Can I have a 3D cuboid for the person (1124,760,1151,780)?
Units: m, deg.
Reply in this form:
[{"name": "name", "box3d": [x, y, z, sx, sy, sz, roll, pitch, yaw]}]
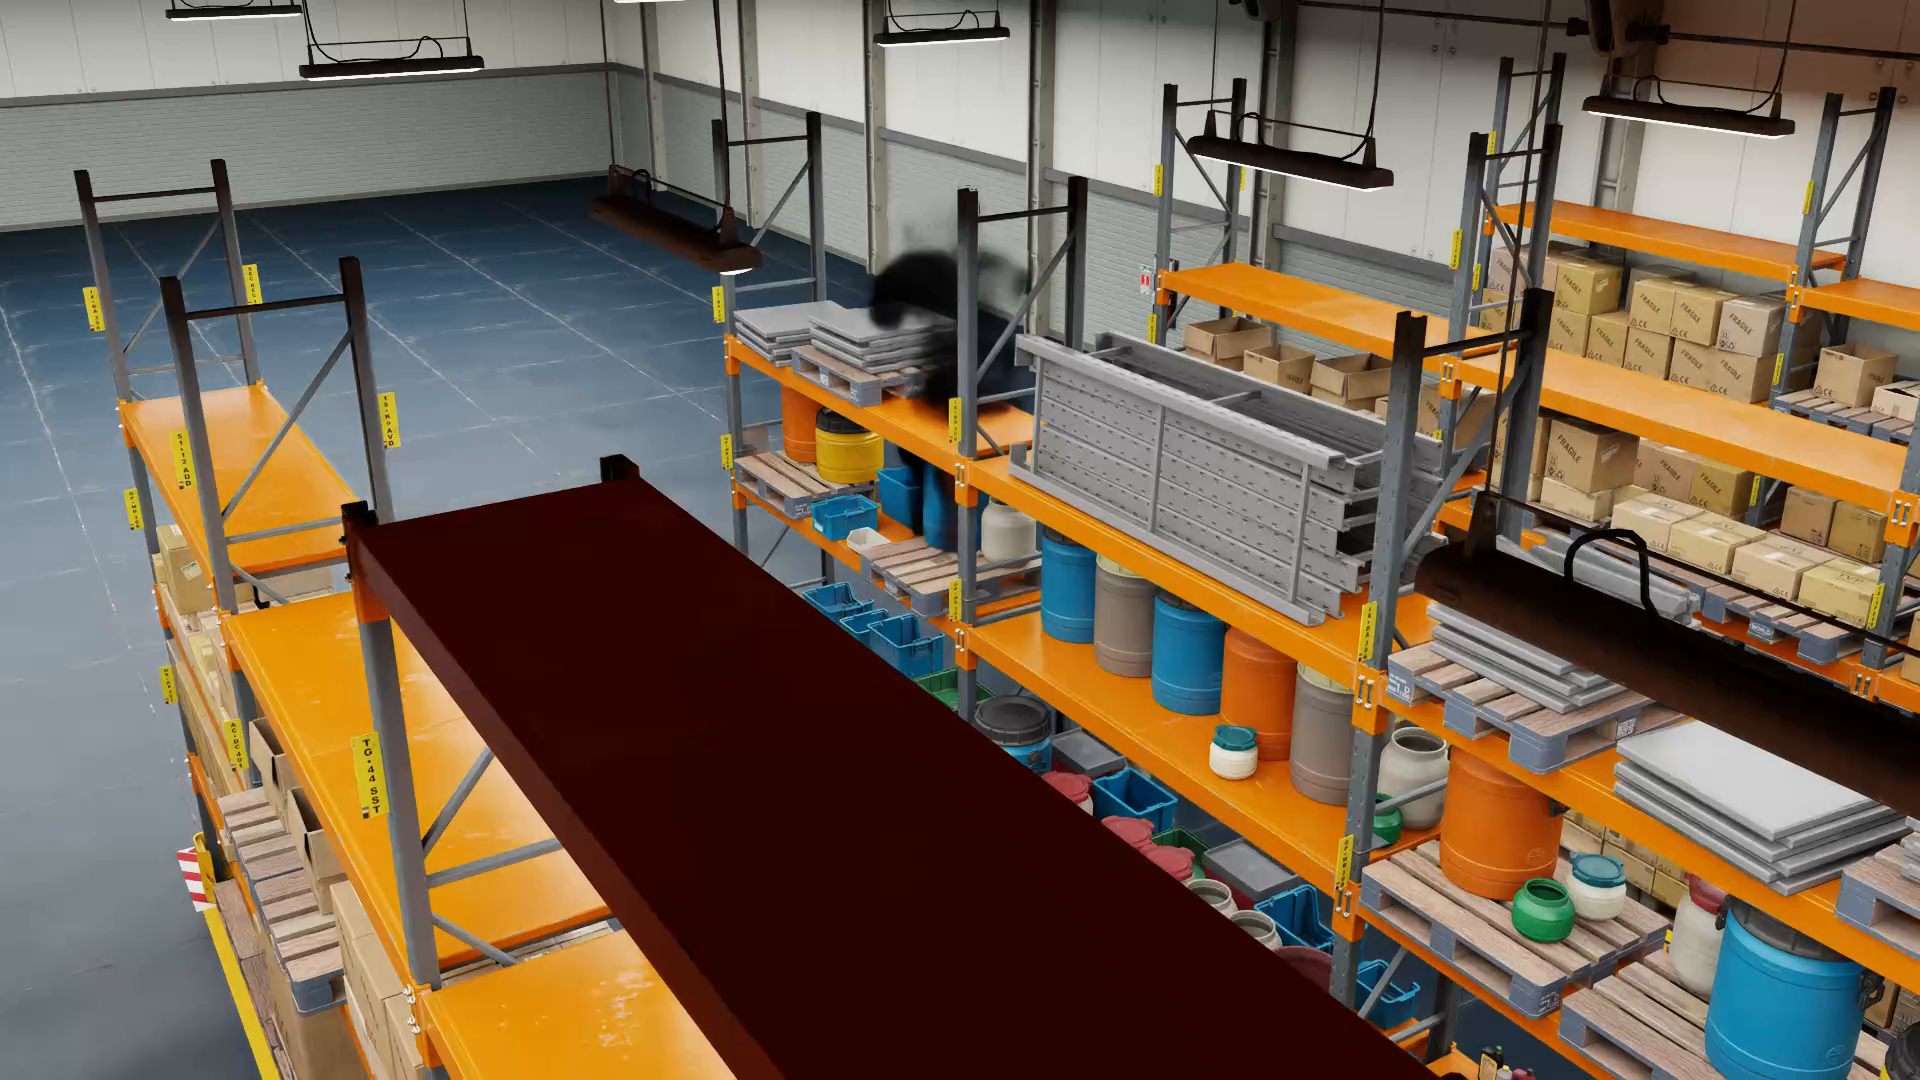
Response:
[{"name": "person", "box3d": [1.458, 1.589, 14.446, 0.650, 1.762, 0.602, -15, 26, -32]}]
